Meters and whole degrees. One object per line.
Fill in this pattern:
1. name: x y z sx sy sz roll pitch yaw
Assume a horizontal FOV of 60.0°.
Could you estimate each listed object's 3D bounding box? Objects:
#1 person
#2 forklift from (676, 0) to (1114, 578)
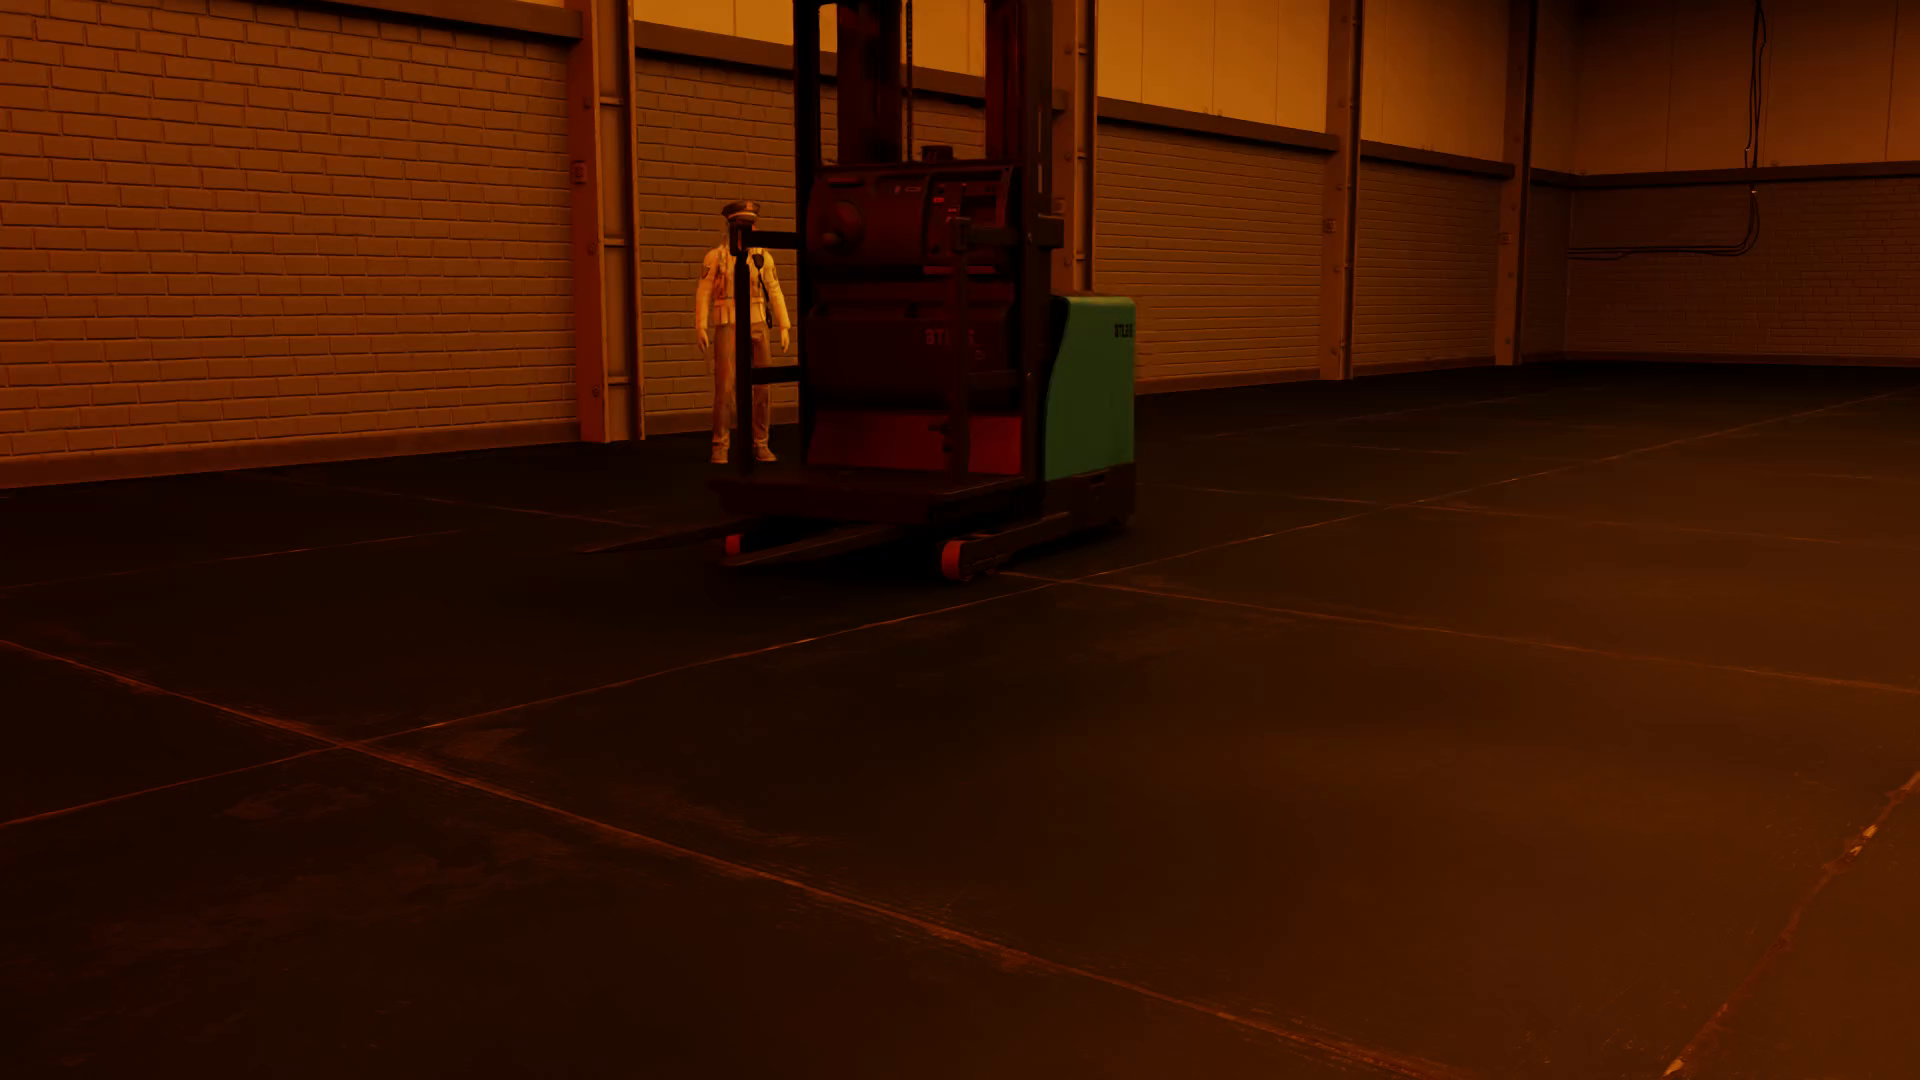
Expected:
1. person: -1.409 -1.358 10.783 0.588 1.695 0.532 -3 9 -18
2. forklift: -0.176 -1.366 6.616 1.130 2.935 3.031 3 9 17
